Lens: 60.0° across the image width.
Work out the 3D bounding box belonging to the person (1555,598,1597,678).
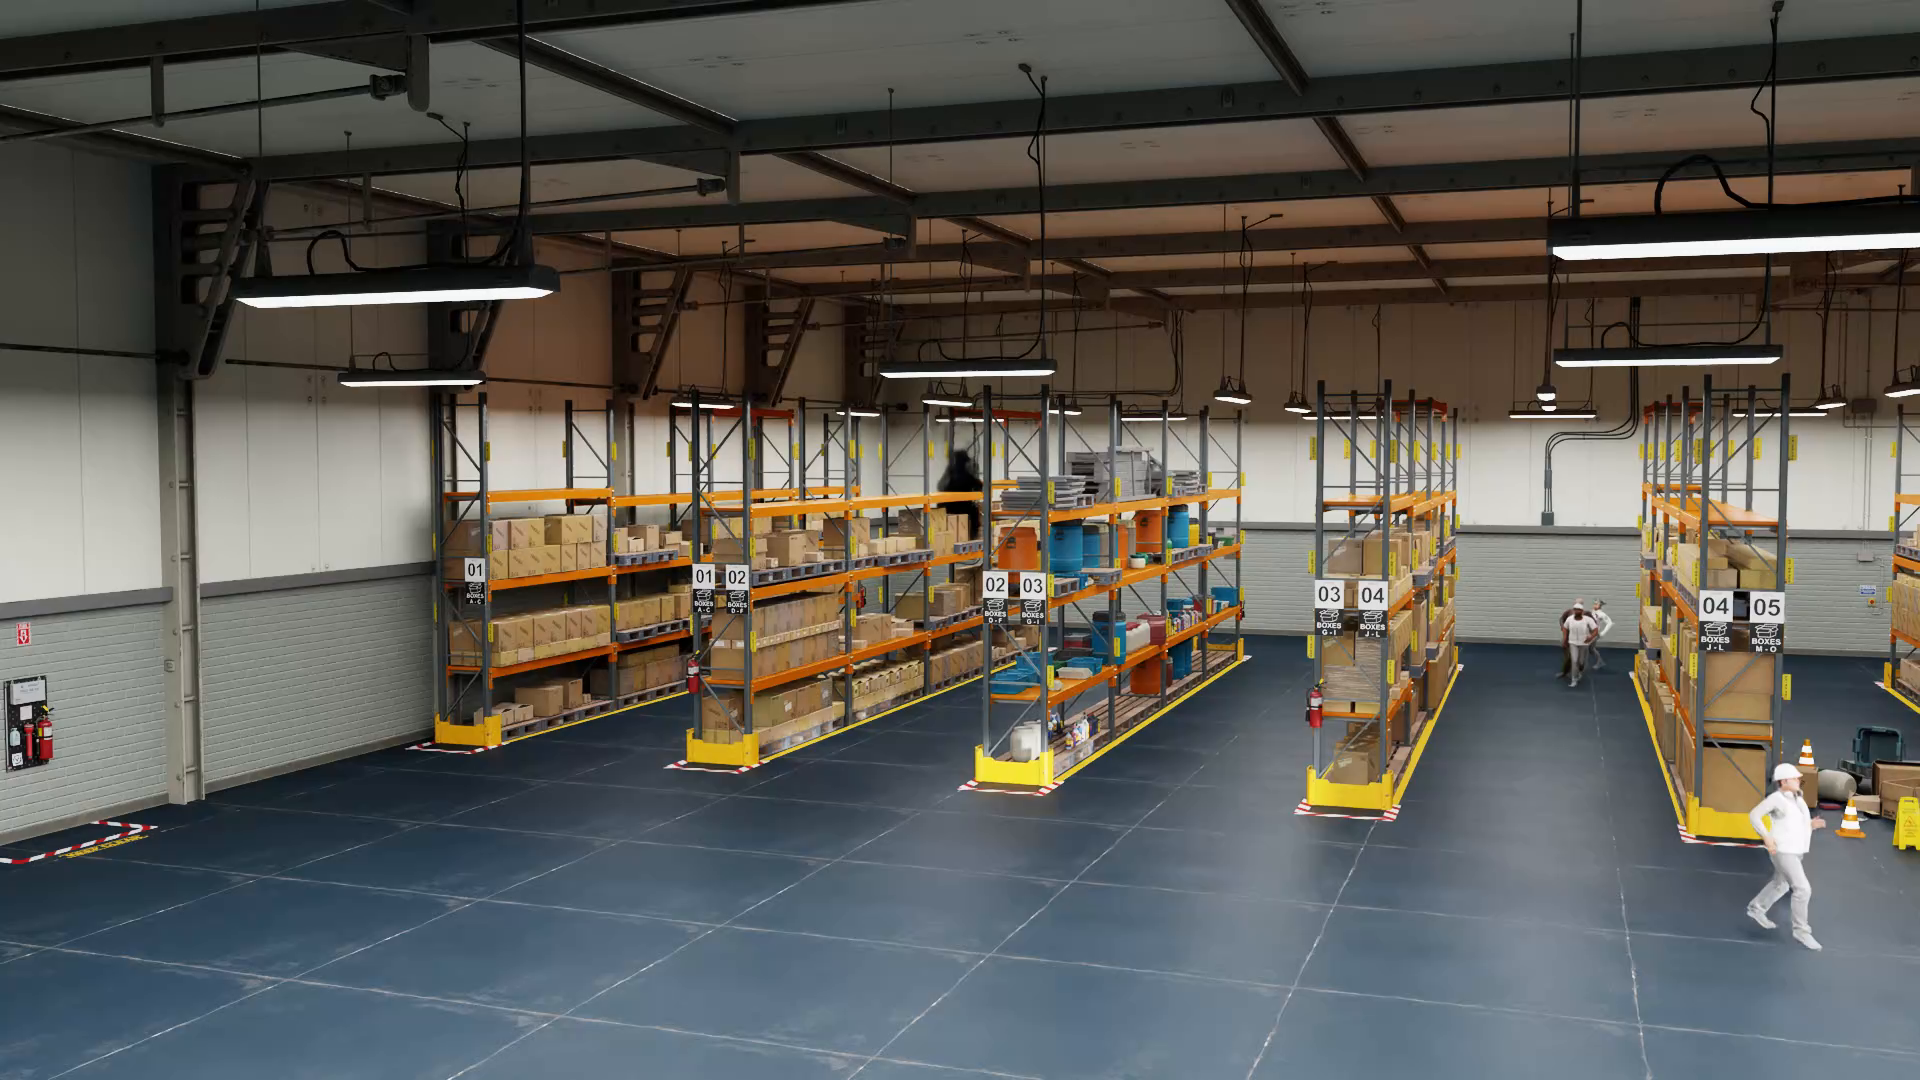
[{"bbox_3d":[13.595,2.155,36.759,0.768,1.745,1.041,3,4,44],"label":"person"}]

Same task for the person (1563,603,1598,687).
[{"bbox_3d":[13.221,2.225,35.465,0.714,1.768,0.859,2,3,29],"label":"person"}]

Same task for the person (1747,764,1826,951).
[{"bbox_3d":[8.450,3.199,17.013,0.633,1.822,0.825,-3,4,-40],"label":"person"}]

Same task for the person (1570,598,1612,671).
[{"bbox_3d":[14.304,2.153,37.658,0.874,1.674,0.655,0,3,-9],"label":"person"}]
